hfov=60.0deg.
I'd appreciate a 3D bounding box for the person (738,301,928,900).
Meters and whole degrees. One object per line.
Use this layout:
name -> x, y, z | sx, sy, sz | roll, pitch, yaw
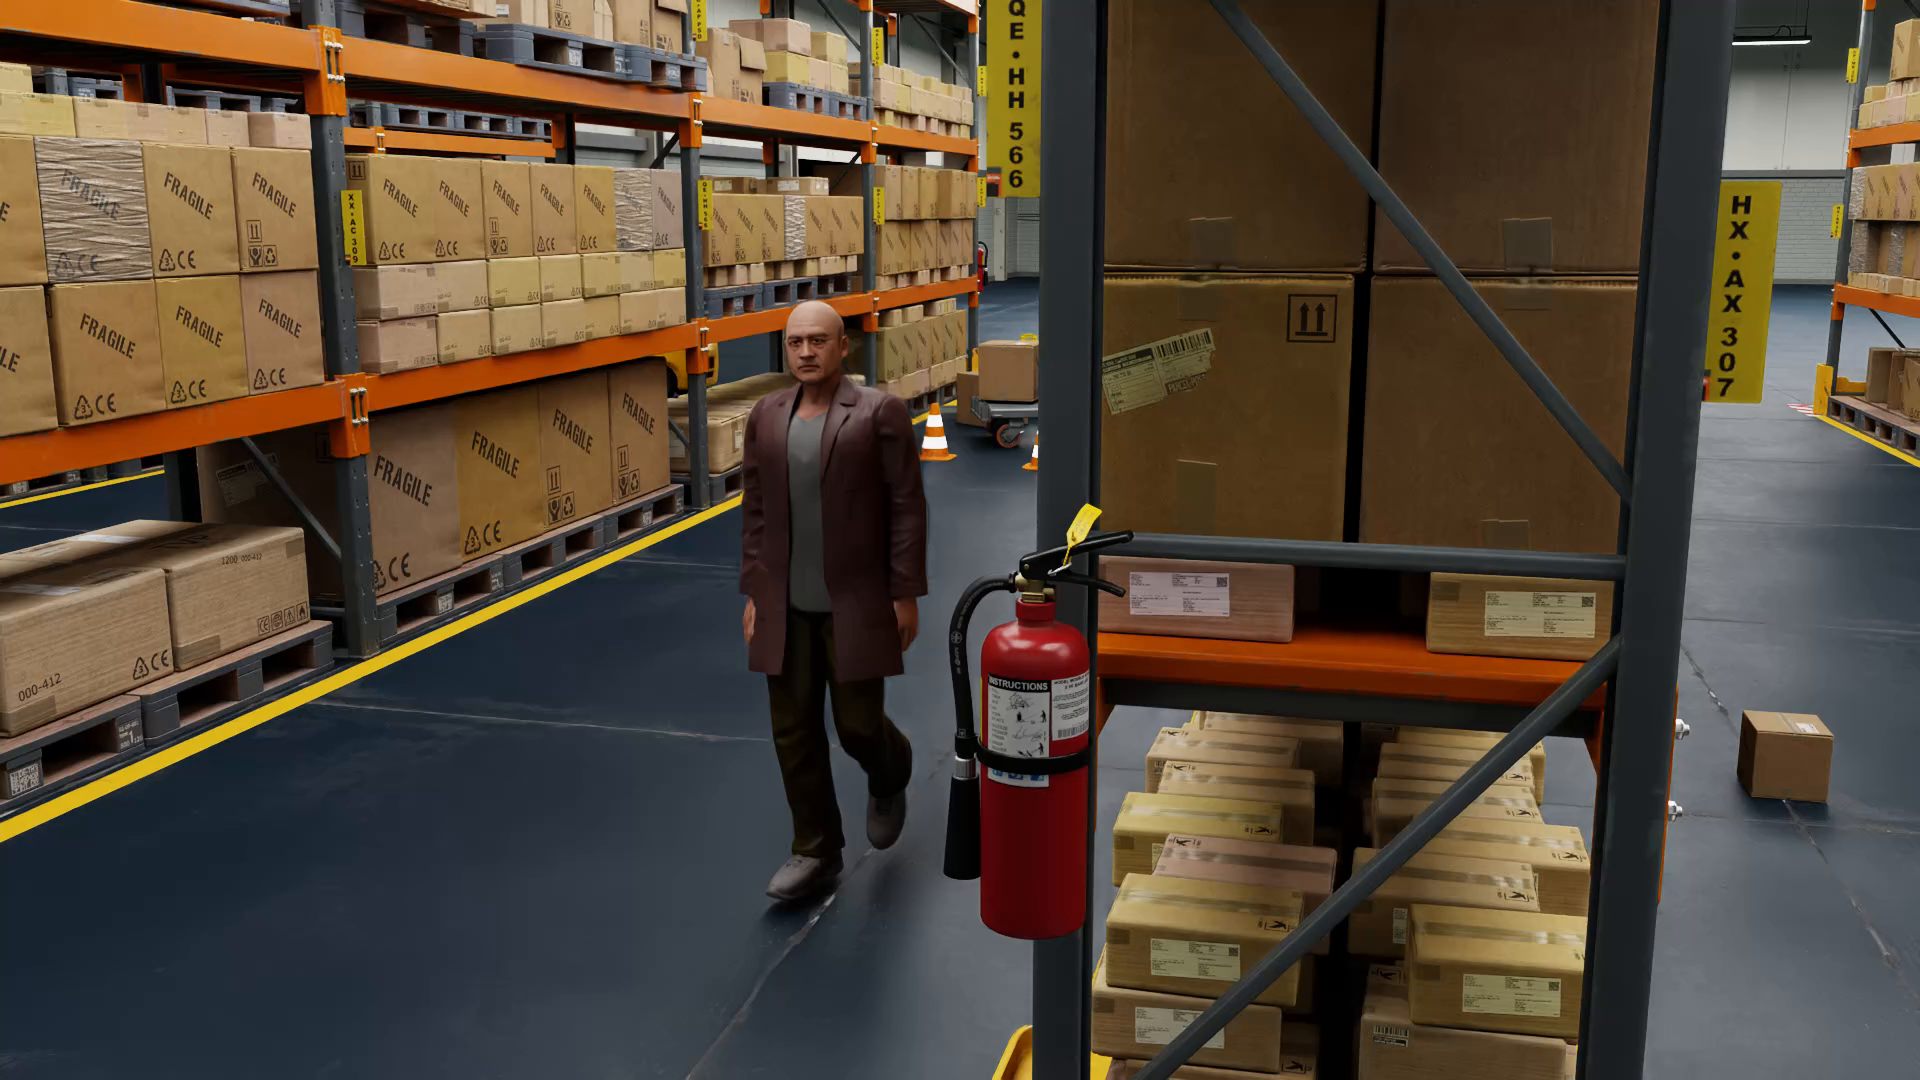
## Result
person -> -0.368, 0.163, 5.030 | 0.589, 1.763, 0.683 | 4, 12, 18
